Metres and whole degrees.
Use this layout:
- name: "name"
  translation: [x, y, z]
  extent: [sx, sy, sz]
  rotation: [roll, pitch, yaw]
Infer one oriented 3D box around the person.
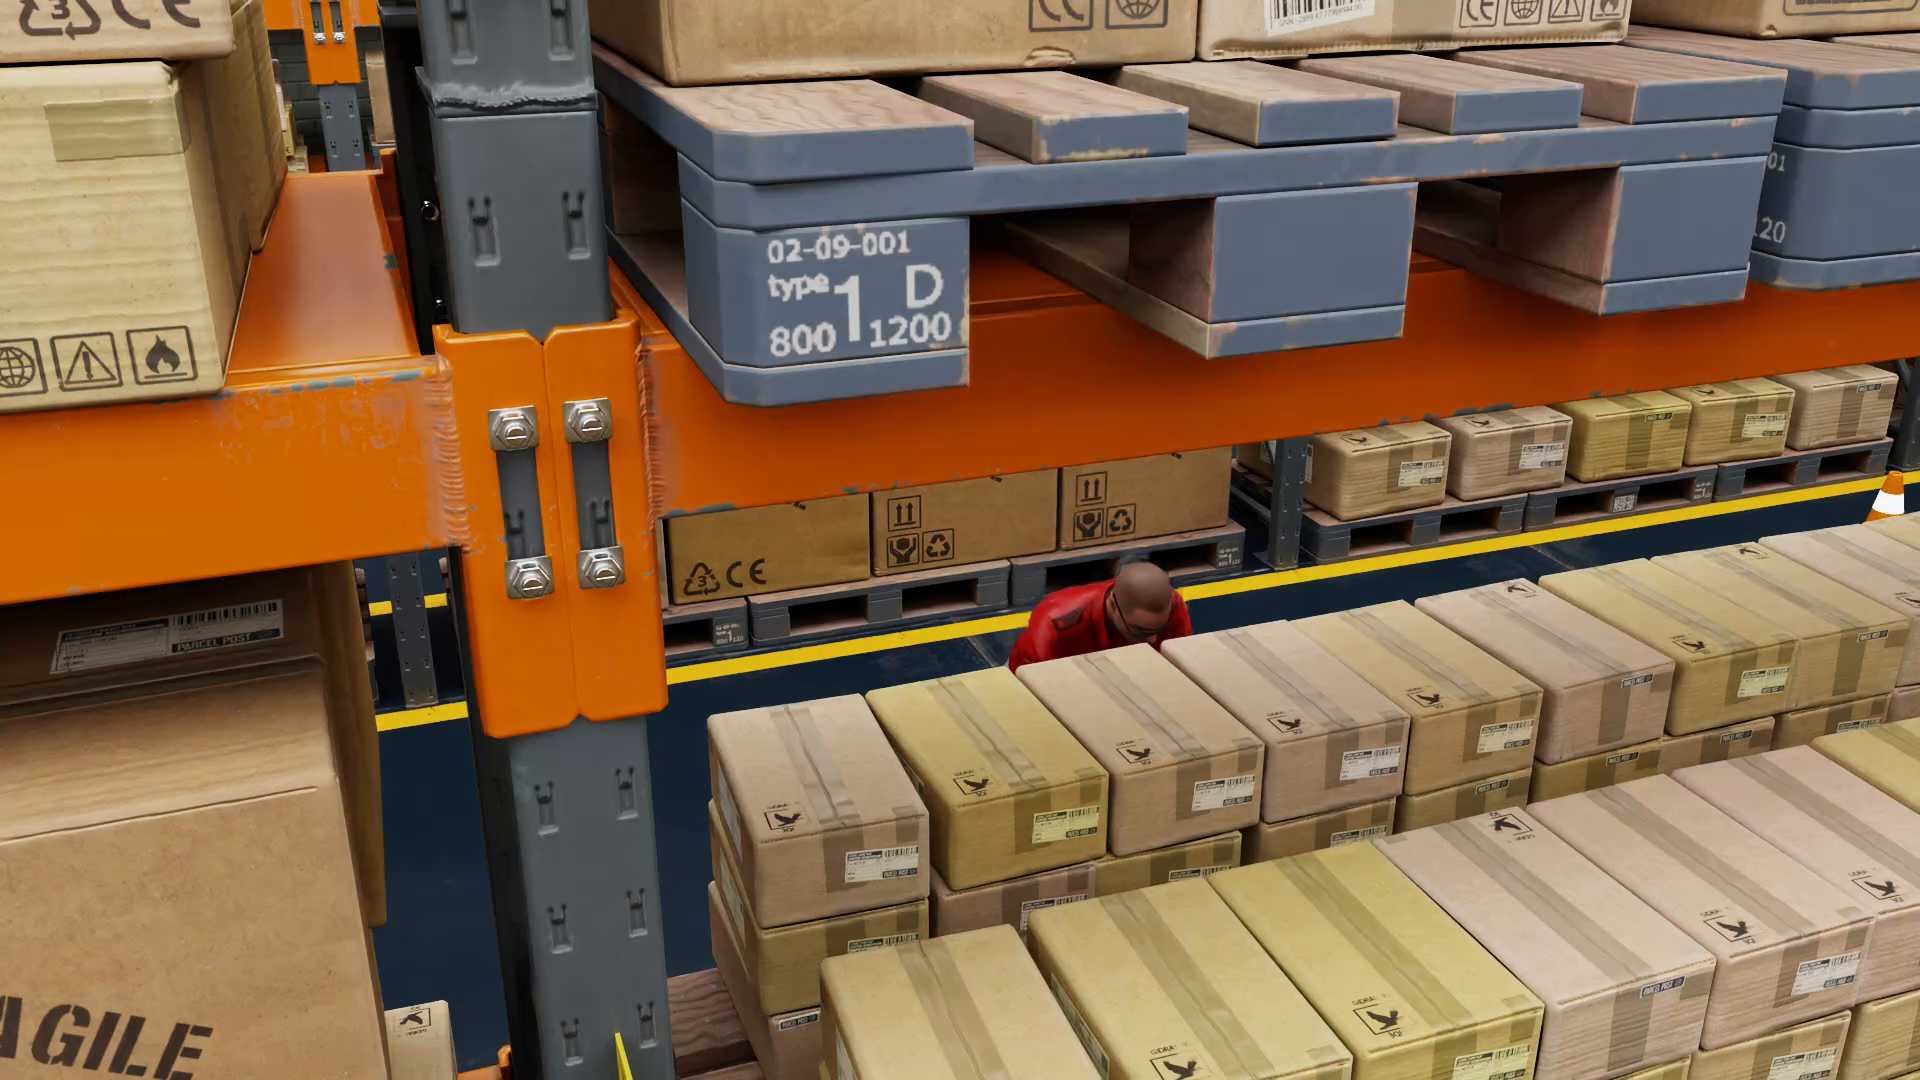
- name: "person"
  translation: [0.410, 0.612, 5.098]
  extent: [0.590, 1.379, 0.725]
  rotation: [-8, 24, -19]
